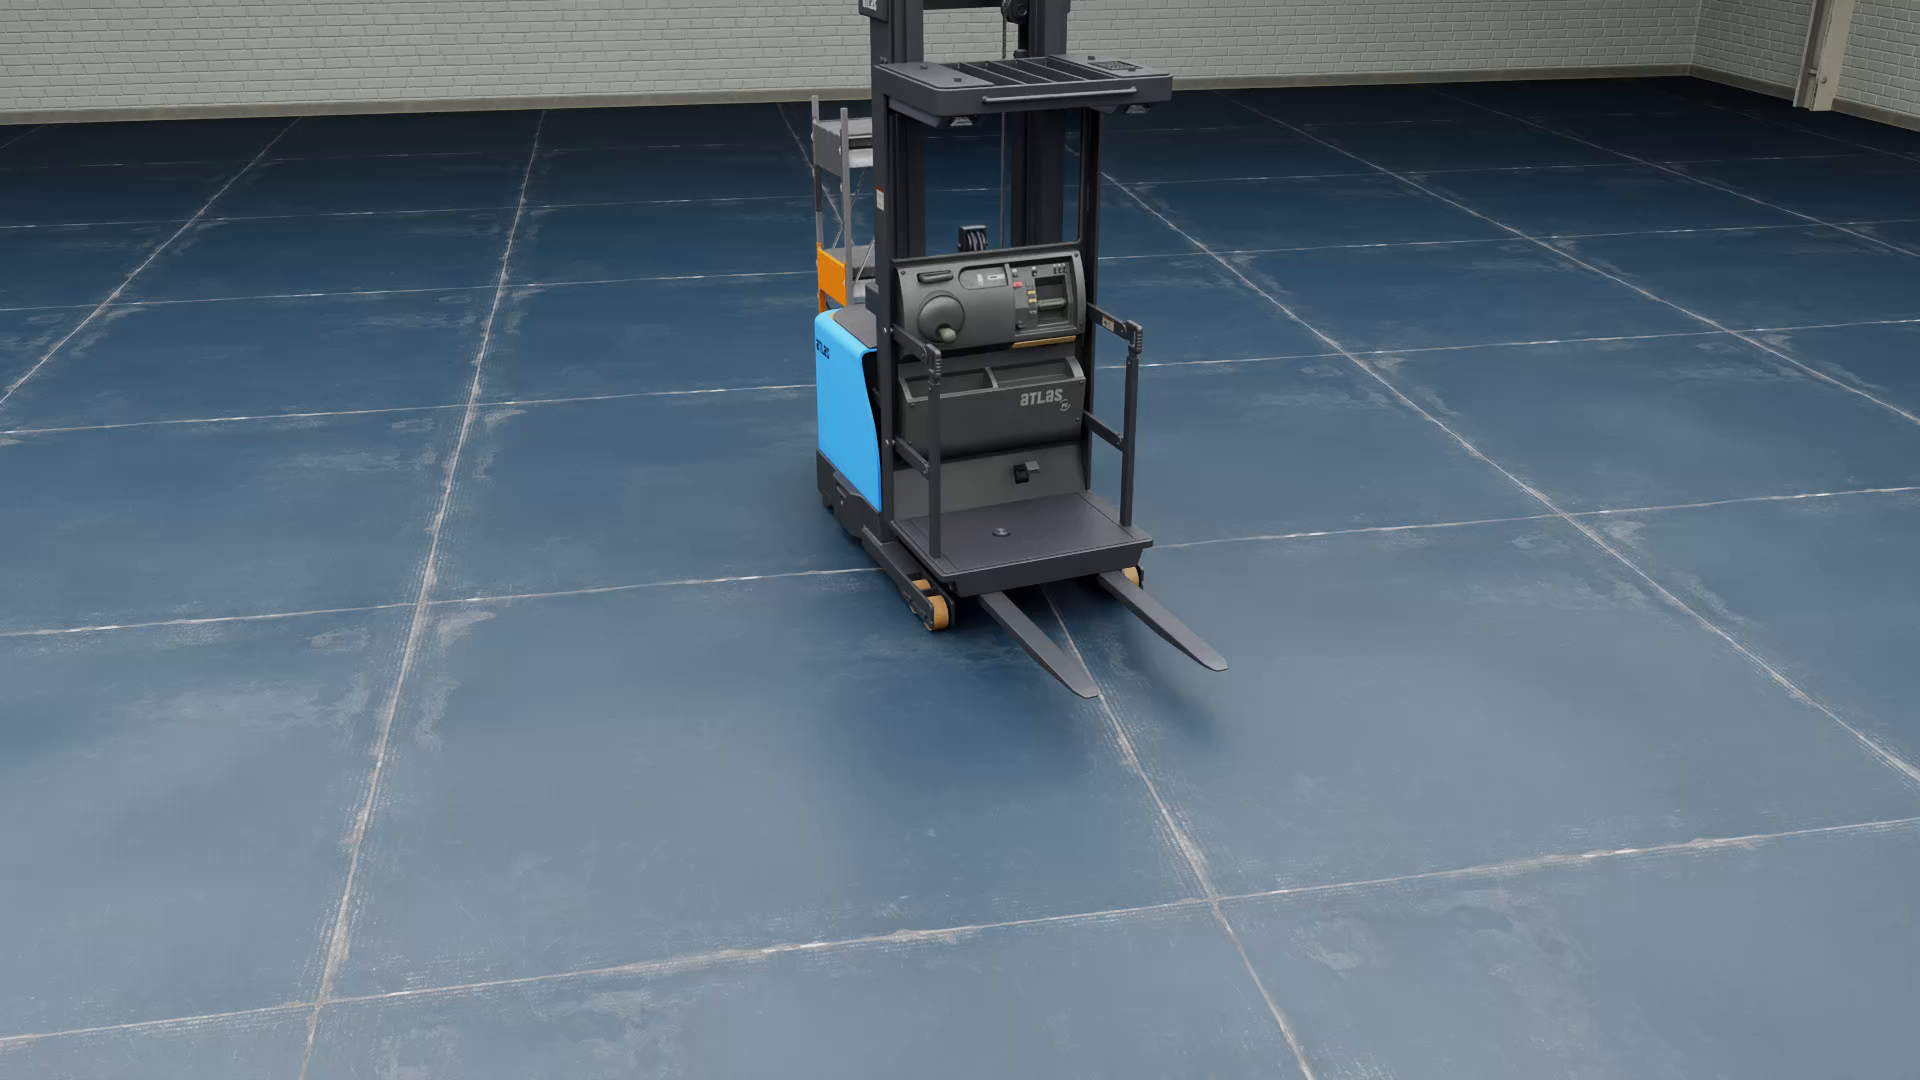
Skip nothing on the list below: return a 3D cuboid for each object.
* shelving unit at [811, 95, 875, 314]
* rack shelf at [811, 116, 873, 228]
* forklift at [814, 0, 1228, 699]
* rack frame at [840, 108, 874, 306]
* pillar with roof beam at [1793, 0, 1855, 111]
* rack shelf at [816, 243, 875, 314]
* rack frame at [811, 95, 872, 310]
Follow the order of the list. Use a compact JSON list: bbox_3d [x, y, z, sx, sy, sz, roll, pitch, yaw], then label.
[{"bbox_3d":[-0.520,-1.384,9.287,0.431,2.100,0.503,-9,25,-21],"label":"shelving unit"},{"bbox_3d":[-0.524,-2.015,9.019,0.431,0.518,0.480,-9,25,-21],"label":"rack shelf"},{"bbox_3d":[0.239,-1.111,7.631,1.130,2.935,3.031,-9,25,-20],"label":"forklift"},{"bbox_3d":[-0.427,-1.296,9.079,0.400,2.100,0.015,-9,25,-21],"label":"rack frame"},{"bbox_3d":[6.841,-9.415,19.064,9.100,9.000,0.400,-4,24,-10],"label":"pillar with roof beam"},{"bbox_3d":[-0.520,-1.371,9.292,0.431,0.518,0.480,-9,25,-21],"label":"rack shelf"},{"bbox_3d":[-0.614,-1.471,9.495,0.400,2.100,0.015,-9,25,-21],"label":"rack frame"}]
